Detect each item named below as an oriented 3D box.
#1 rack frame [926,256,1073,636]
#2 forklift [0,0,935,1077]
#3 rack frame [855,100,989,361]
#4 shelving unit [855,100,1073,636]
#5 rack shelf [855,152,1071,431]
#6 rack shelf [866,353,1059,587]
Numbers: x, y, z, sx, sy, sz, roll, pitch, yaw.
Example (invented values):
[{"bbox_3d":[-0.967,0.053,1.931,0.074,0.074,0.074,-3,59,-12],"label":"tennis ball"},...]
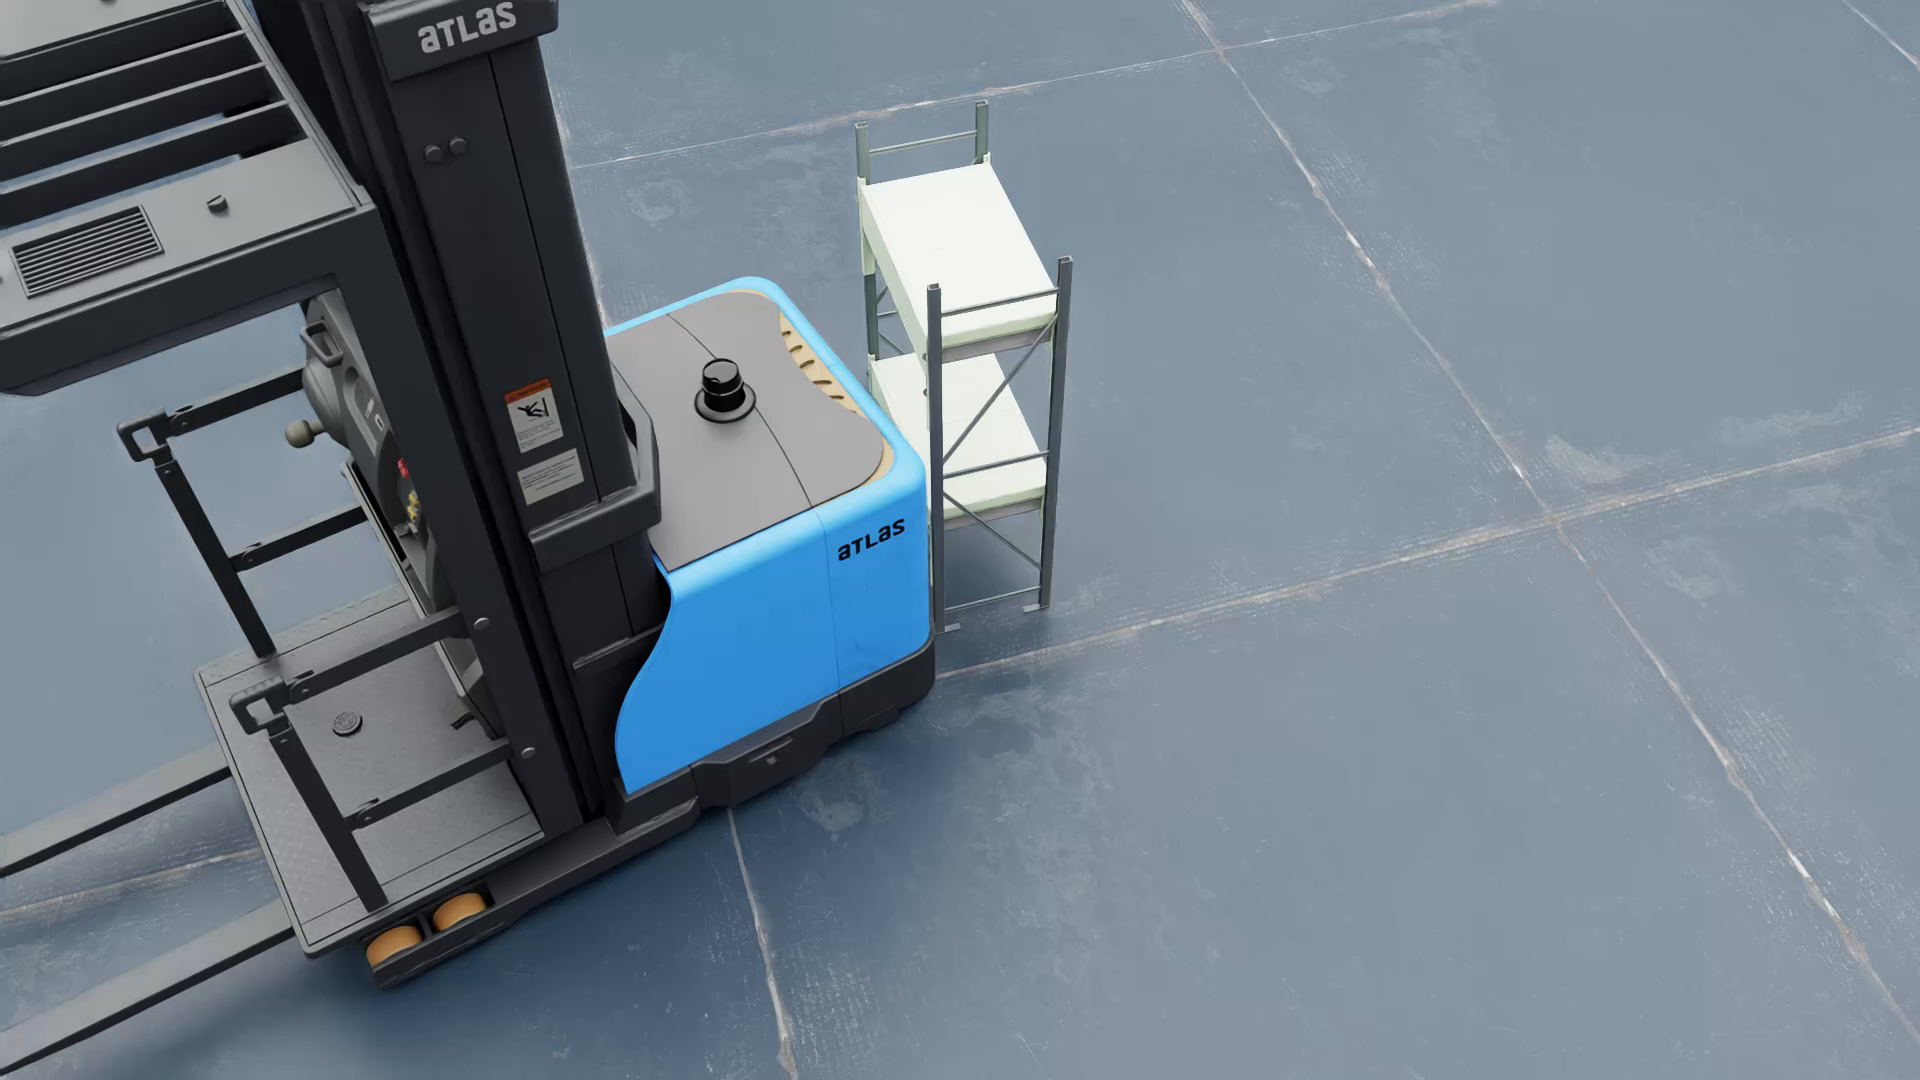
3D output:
[{"bbox_3d":[0.106,-0.221,4.955,0.400,1.500,0.023,-13,51,-11],"label":"rack frame"},{"bbox_3d":[-1.601,-0.167,3.973,3.031,2.935,1.130,-25,54,-20],"label":"forklift"},{"bbox_3d":[-0.110,-0.756,5.406,0.400,1.500,0.023,-13,51,-11],"label":"rack frame"},{"bbox_3d":[-0.002,-0.488,5.181,0.431,1.500,0.755,-13,51,-11],"label":"shelving unit"},{"bbox_3d":[-0.002,-0.740,4.882,0.431,0.370,0.720,-13,51,-11],"label":"rack shelf"},{"bbox_3d":[-0.002,-0.278,5.430,0.431,0.370,0.720,-13,51,-11],"label":"rack shelf"}]
